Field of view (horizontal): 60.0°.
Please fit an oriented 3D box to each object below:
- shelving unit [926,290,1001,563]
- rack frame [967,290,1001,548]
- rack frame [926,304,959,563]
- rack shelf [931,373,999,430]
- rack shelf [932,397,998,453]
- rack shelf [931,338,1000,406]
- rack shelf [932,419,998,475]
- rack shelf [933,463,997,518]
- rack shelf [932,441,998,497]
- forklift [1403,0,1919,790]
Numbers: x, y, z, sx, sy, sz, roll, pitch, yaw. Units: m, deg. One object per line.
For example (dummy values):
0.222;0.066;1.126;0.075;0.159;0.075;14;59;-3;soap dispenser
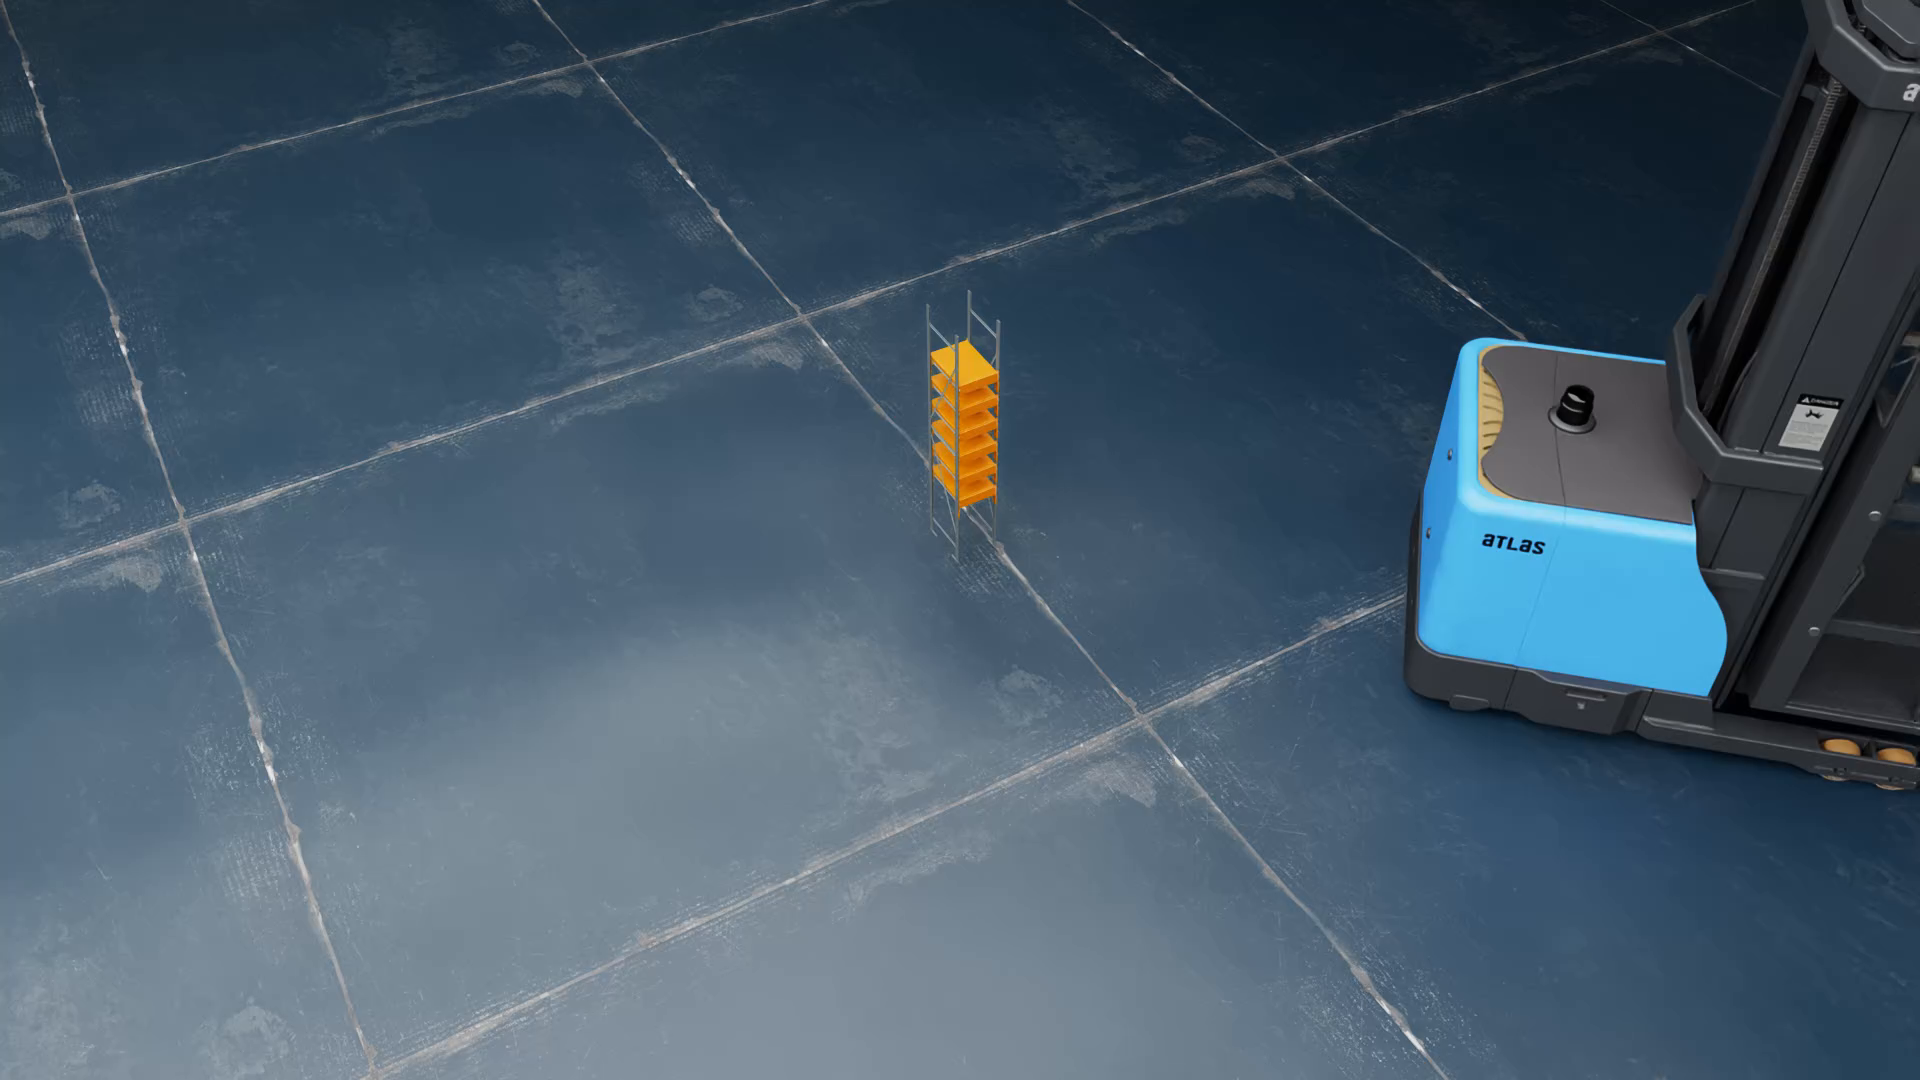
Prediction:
0.013;-0.436;6.767;0.189;1.200;0.258;-22;48;-21;shelving unit
0.092;-0.467;6.799;0.006;1.200;0.240;-22;48;-21;rack frame
-0.067;-0.404;6.734;0.006;1.200;0.240;-22;48;-21;rack frame
0.013;-0.576;6.631;0.180;0.103;0.258;-22;48;-21;rack shelf
0.013;-0.490;6.714;0.180;0.103;0.258;-22;48;-21;rack shelf
0.013;-0.662;6.547;0.180;0.103;0.258;-22;48;-21;rack shelf
0.013;-0.404;6.798;0.180;0.103;0.258;-22;48;-21;rack shelf
0.013;-0.231;6.965;0.180;0.103;0.258;-22;48;-21;rack shelf
0.013;-0.318;6.881;0.180;0.103;0.258;-22;48;-21;rack shelf
3.312;-0.527;5.617;3.031;2.935;1.130;9;45;9;forklift
